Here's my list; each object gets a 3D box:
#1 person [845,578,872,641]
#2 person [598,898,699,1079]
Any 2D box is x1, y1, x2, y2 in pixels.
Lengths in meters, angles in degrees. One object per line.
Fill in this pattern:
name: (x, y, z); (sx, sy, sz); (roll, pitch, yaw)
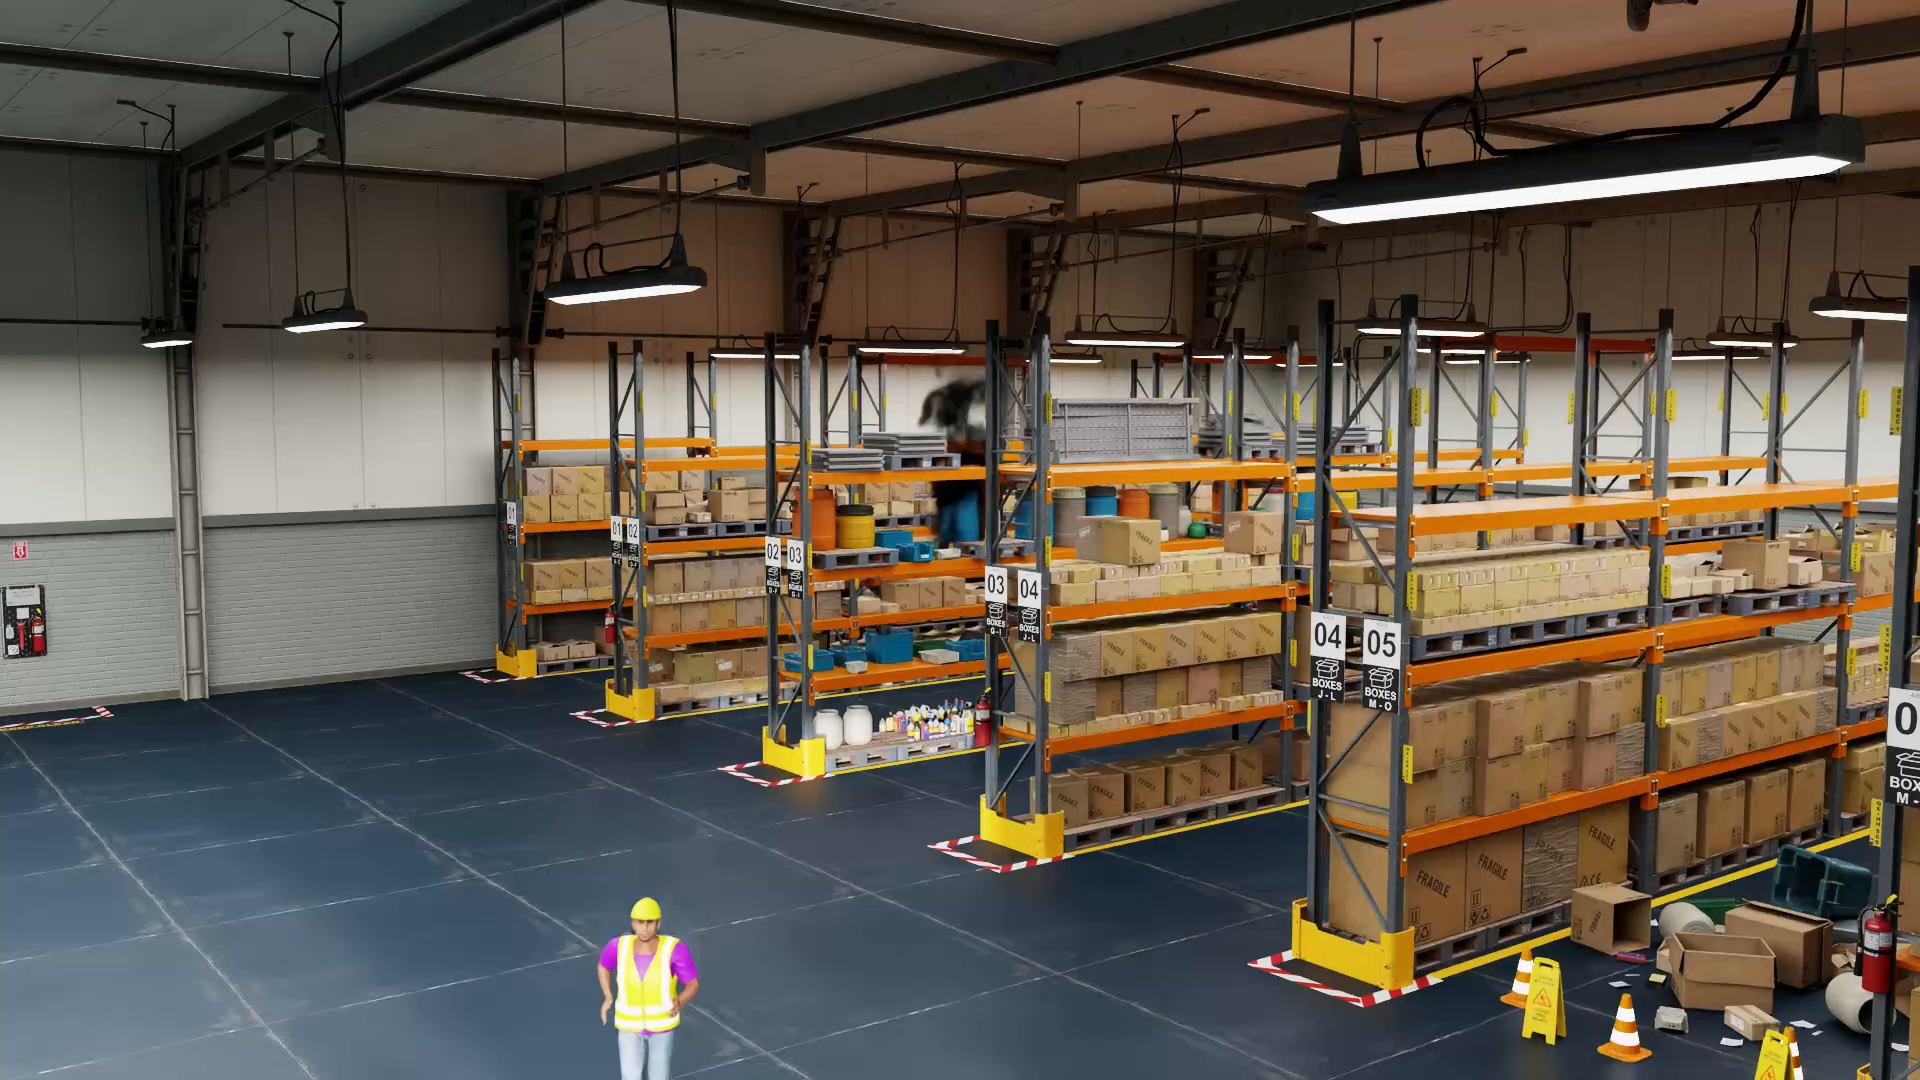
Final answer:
person: (-1.945, 1.495, 32.235); (0.643, 1.676, 0.577); (5, 7, 43)
person: (-2.119, 3.295, 11.277); (0.700, 1.773, 0.968); (0, 5, -5)
